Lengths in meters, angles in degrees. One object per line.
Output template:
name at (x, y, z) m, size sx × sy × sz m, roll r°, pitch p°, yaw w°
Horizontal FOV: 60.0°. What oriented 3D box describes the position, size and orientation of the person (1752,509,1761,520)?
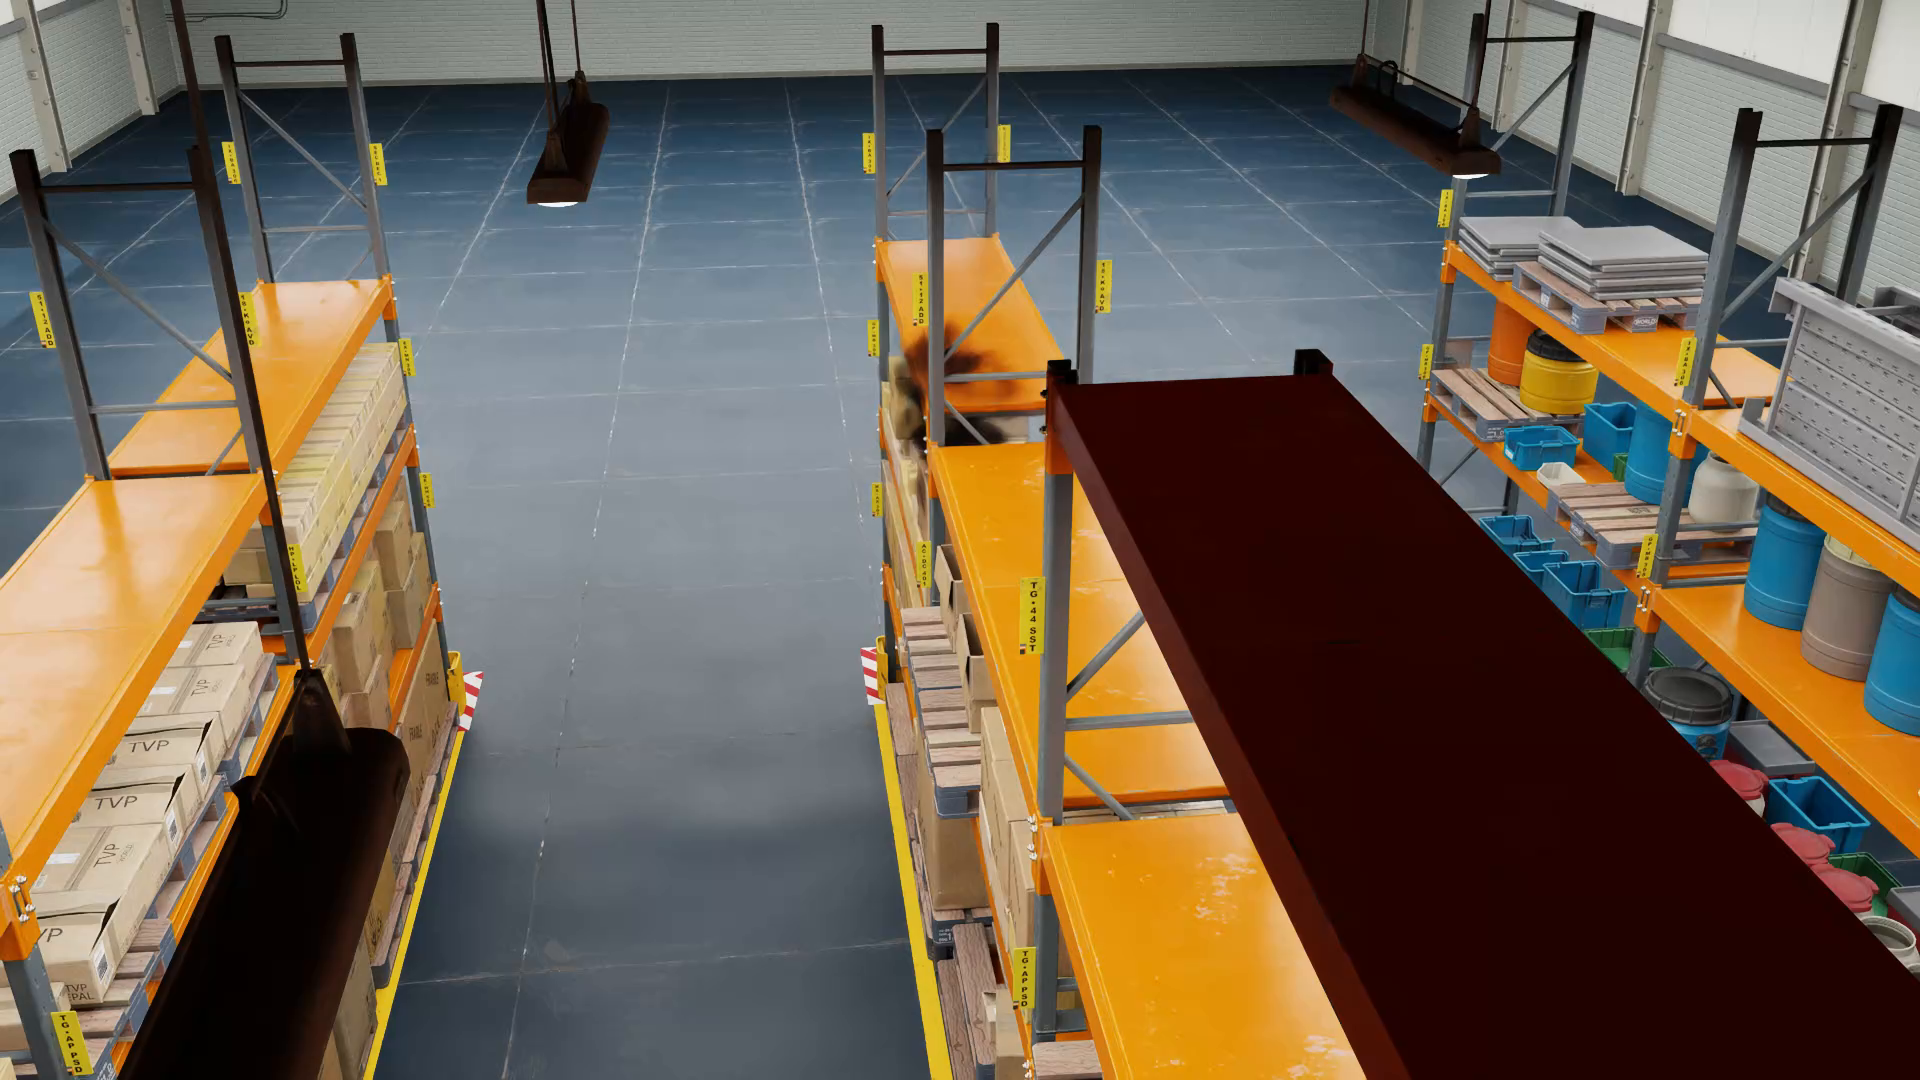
person at (8.487, -0.651, 17.969) m, size 0.877 × 1.589 × 0.534 m, roll 9°, pitch 27°, yaw 18°
